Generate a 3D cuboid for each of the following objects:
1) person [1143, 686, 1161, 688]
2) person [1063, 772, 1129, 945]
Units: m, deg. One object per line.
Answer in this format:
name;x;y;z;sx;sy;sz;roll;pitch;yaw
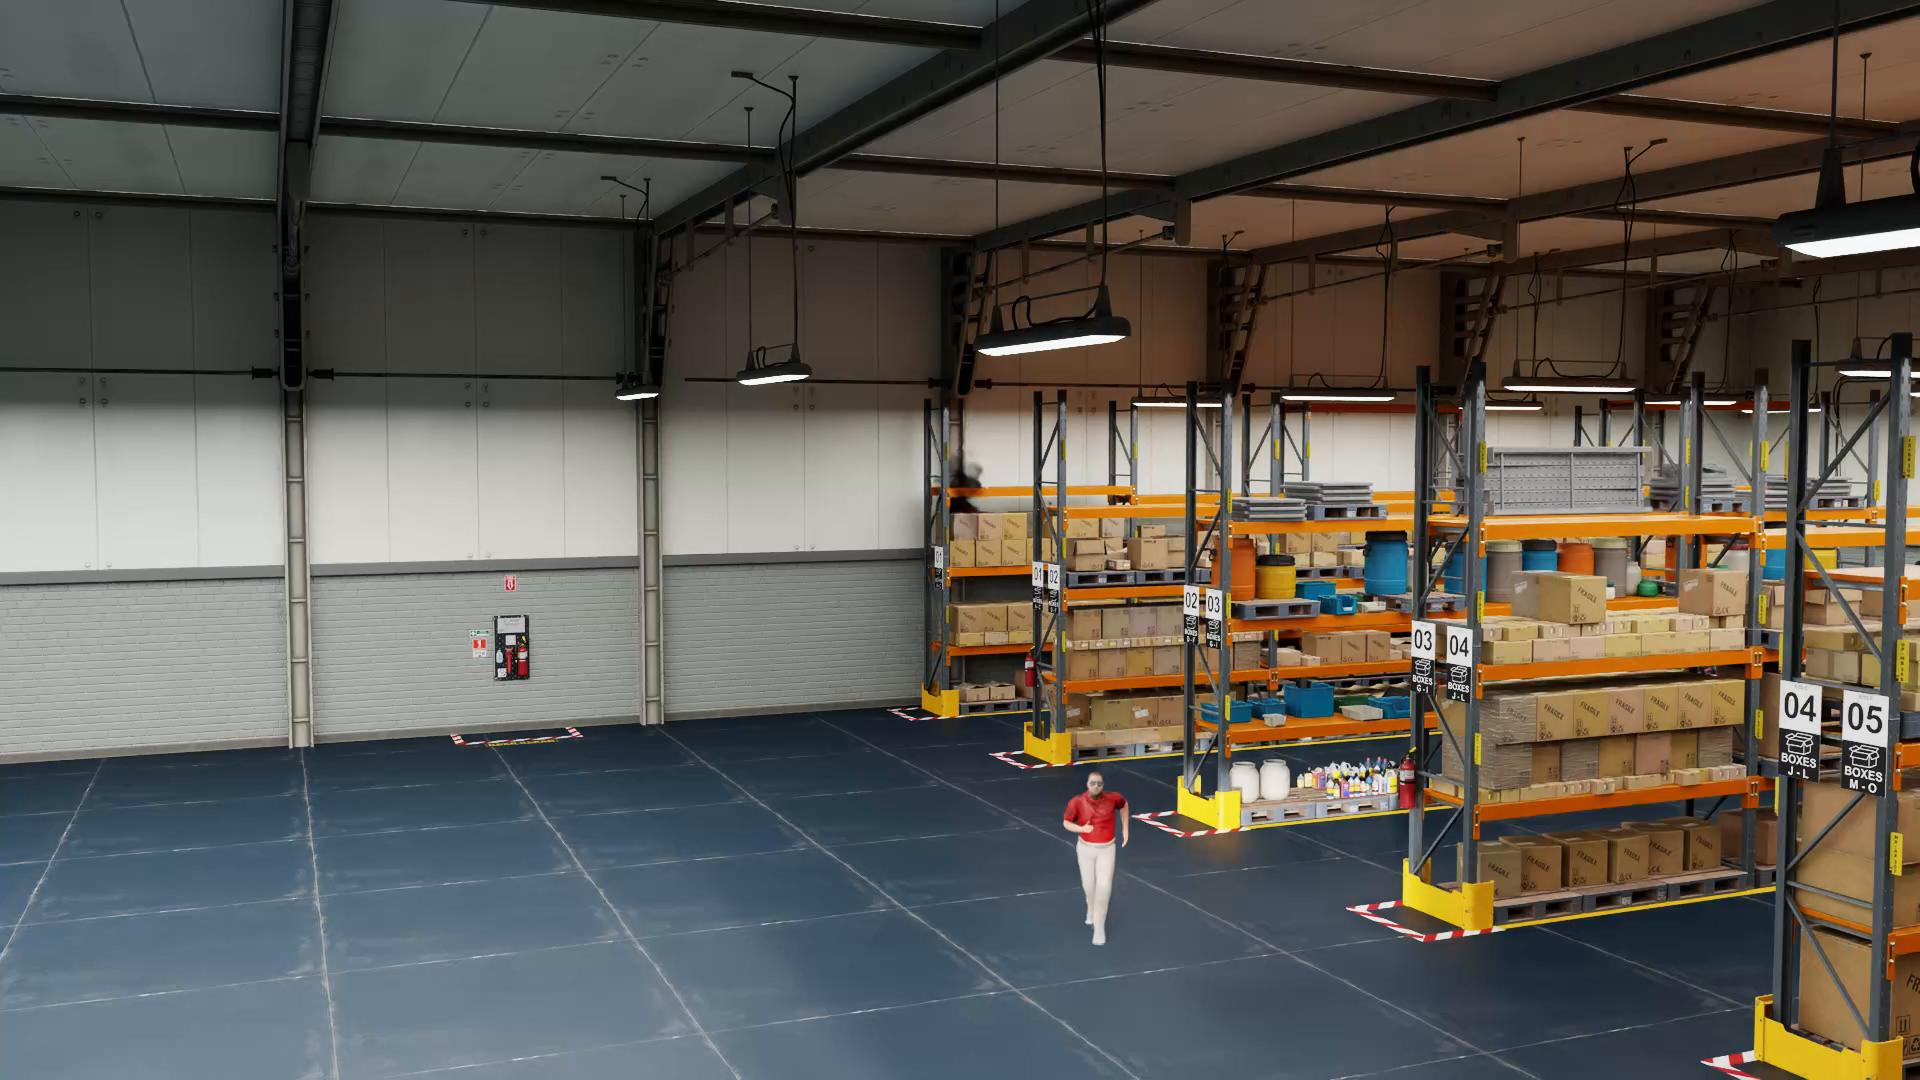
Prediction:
person;3.437;2.528;29.894;0.583;1.749;0.668;-2;4;-27
person;1.426;3.294;17.442;0.687;1.785;0.883;0;3;3
